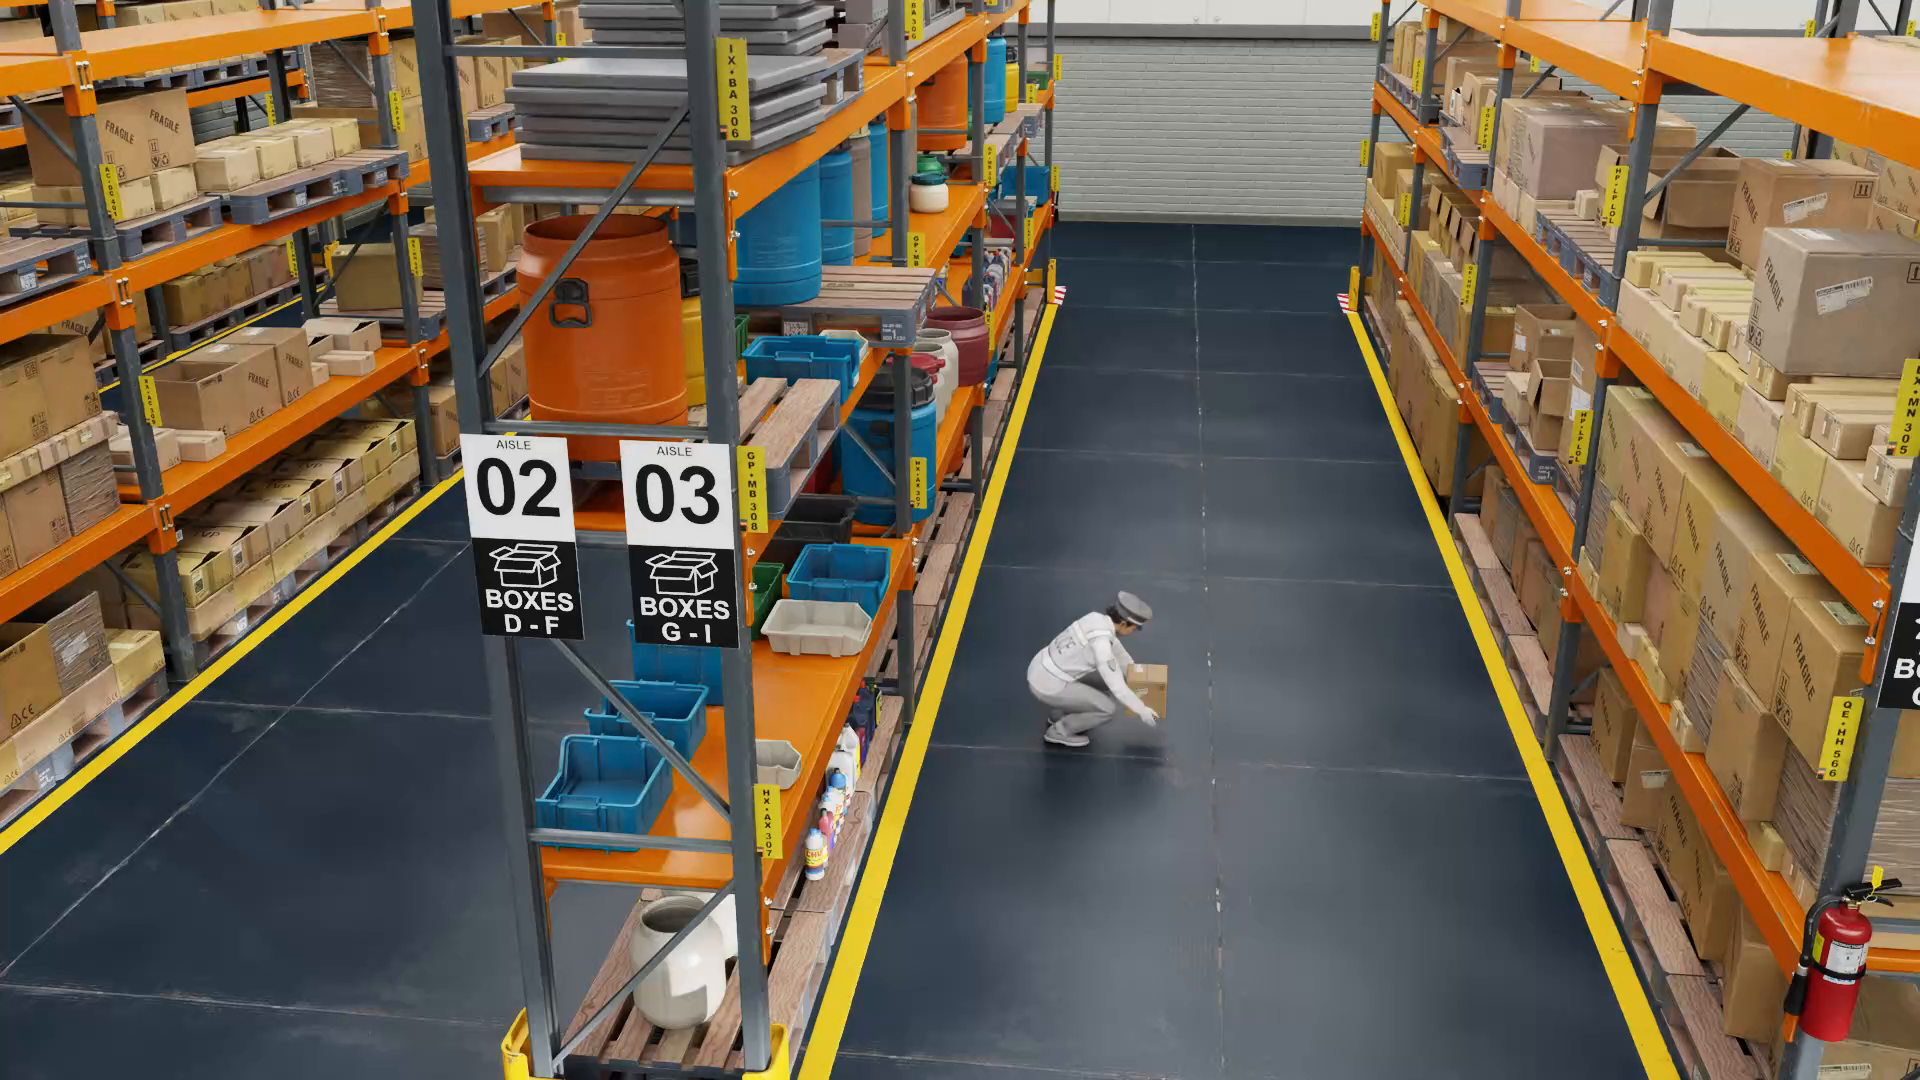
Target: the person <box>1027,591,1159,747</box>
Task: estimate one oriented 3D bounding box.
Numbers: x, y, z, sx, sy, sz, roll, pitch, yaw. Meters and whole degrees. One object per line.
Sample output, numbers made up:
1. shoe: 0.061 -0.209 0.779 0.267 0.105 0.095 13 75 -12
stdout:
1. person: 0.842 0.799 10.418 0.835 0.965 0.485 2 21 6
